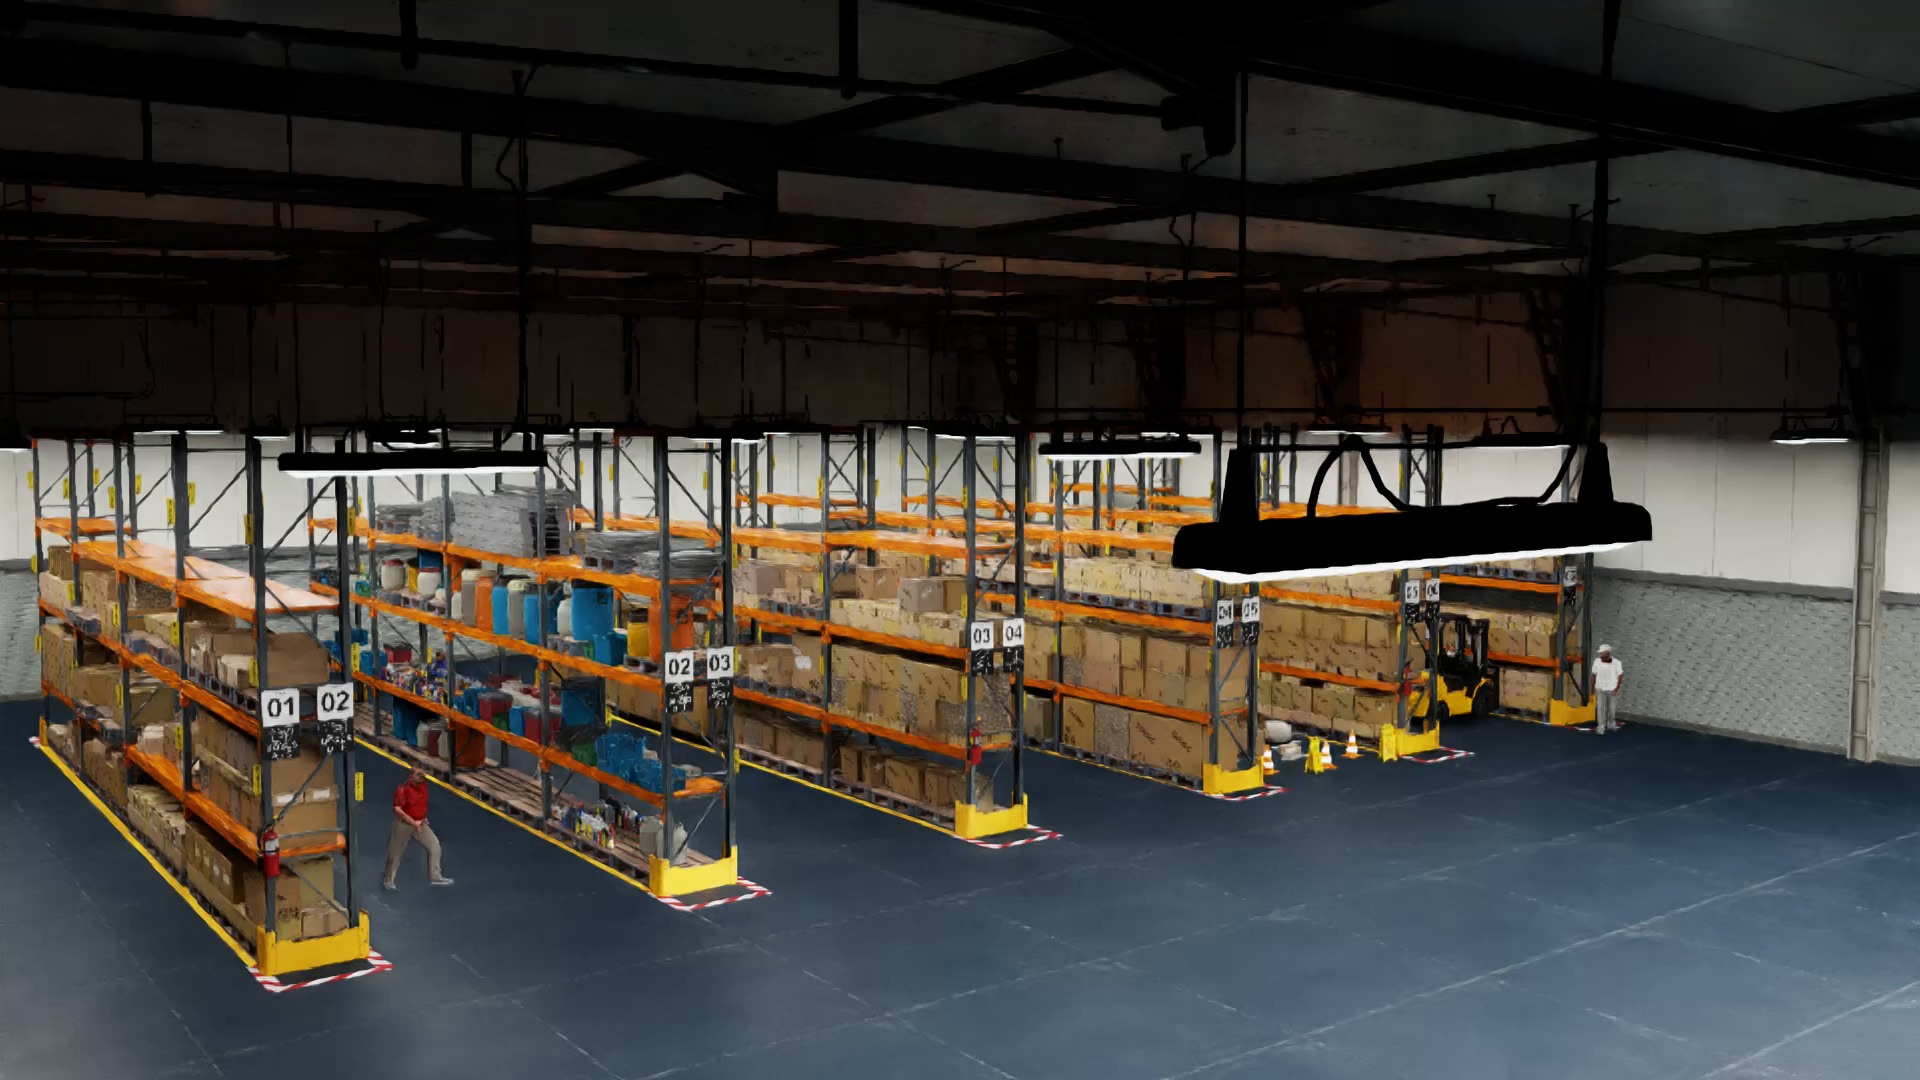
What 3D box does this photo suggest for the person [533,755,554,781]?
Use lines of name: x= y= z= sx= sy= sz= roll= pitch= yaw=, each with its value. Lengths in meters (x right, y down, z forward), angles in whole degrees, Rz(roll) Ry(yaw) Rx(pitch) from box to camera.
person: x=-7.023 y=3.323 z=28.013 sx=0.357 sy=1.595 sz=0.571 roll=-1 pitch=5 yaw=-13

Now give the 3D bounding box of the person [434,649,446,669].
person: x=-10.356 y=2.940 z=33.011 sx=0.761 sy=1.602 sz=0.616 roll=3 pitch=5 yaw=32

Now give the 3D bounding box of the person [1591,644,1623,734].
person: x=12.664 y=2.906 z=32.571 sx=0.582 sy=1.763 sz=0.707 roll=2 pitch=5 yaw=26

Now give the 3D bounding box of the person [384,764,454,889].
person: x=-7.228 y=3.767 z=21.969 sx=0.815 sy=1.665 sz=0.700 roll=3 pitch=5 yaw=33
